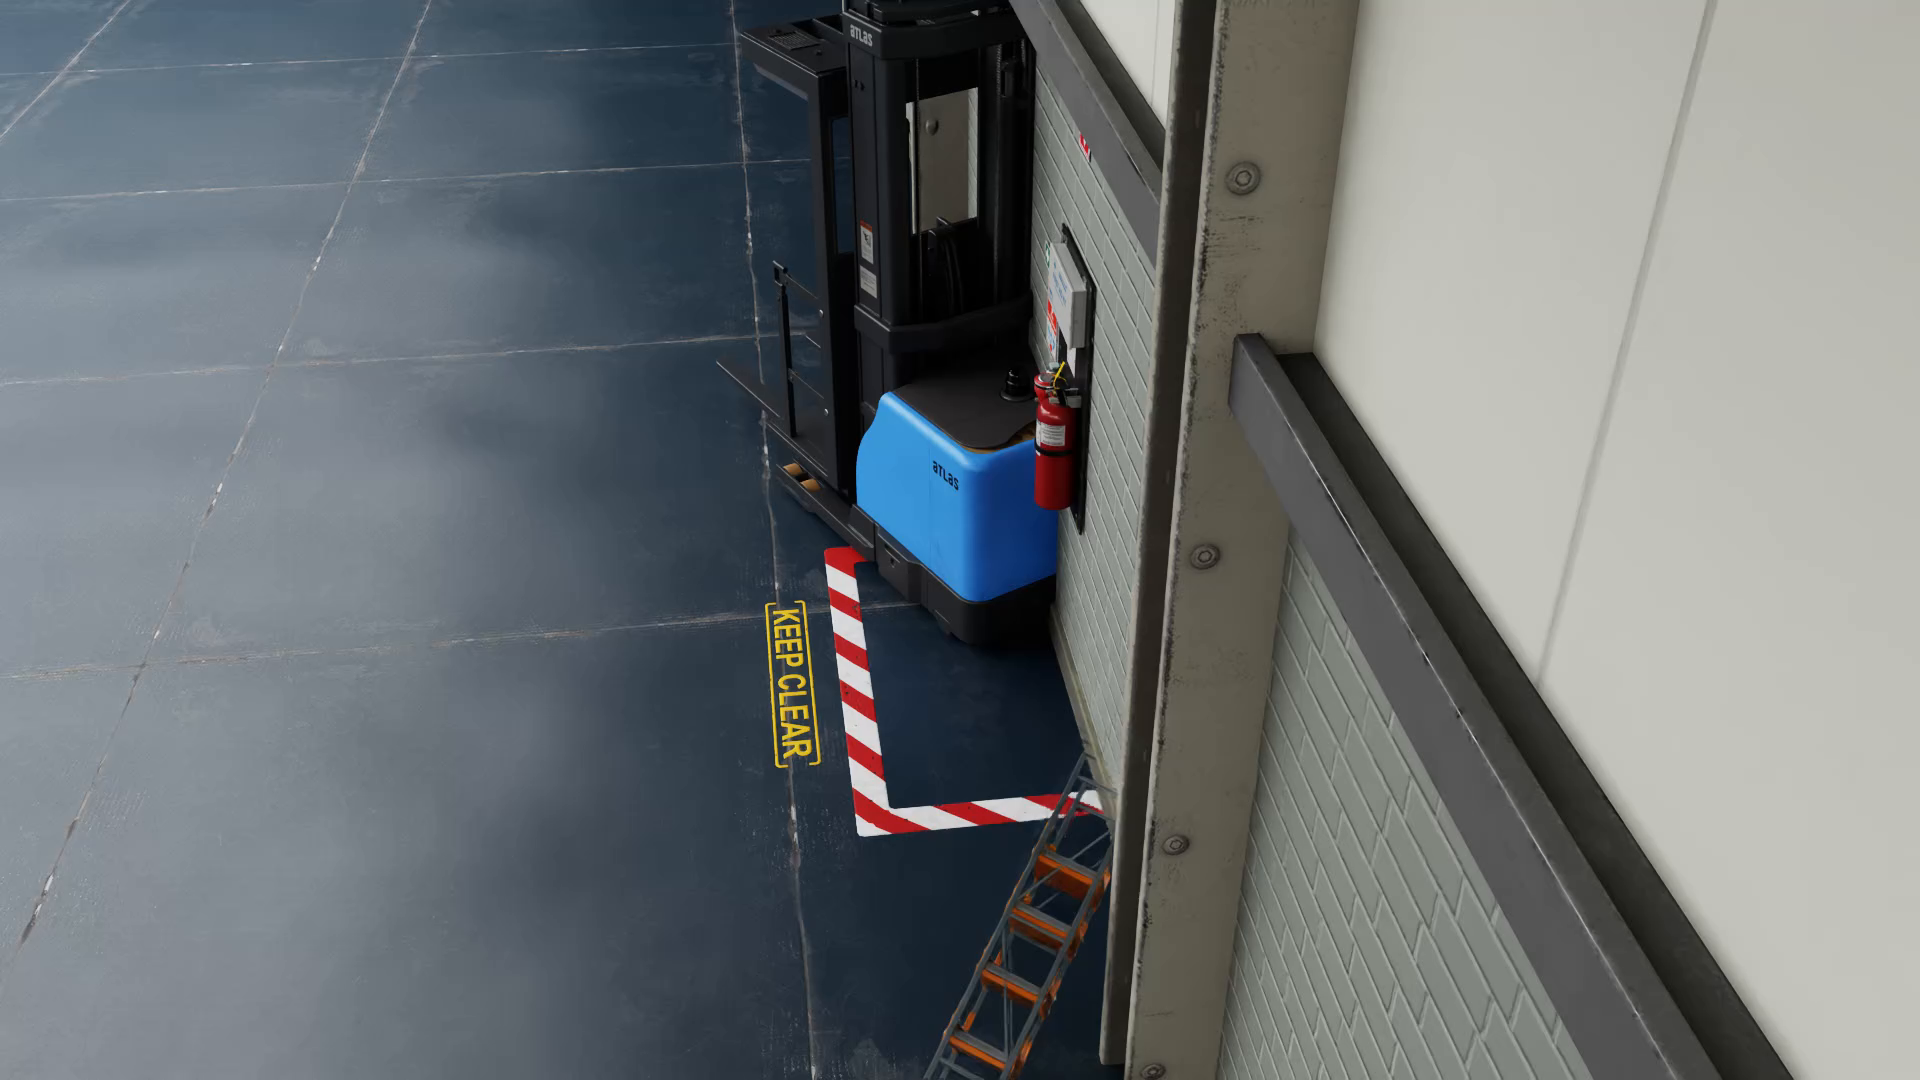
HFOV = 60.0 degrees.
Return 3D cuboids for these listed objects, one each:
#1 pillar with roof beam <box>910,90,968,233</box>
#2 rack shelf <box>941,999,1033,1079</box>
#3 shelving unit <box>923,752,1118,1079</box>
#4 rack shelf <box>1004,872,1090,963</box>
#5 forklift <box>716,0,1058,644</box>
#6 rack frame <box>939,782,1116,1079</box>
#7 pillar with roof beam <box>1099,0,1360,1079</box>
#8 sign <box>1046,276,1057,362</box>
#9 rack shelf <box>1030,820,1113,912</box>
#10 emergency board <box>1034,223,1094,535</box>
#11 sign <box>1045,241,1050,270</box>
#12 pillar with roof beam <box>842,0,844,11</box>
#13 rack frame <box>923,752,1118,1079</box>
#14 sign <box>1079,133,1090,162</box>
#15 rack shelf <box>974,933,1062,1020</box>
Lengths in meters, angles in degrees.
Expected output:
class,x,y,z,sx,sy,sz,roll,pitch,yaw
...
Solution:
class,x,y,z,sx,sy,sz,roll,pitch,yaw
pillar with roof beam,-4.390,-4.786,7.782,9.100,9.000,0.400,-4,35,-6
rack shelf,0.098,1.701,5.628,0.258,0.480,0.148,24,73,13
shelving unit,0.275,1.369,5.740,0.258,0.503,1.200,24,73,13
rack shelf,0.305,1.312,5.759,0.258,0.480,0.148,24,73,13
forklift,-0.348,-1.506,8.358,1.130,2.935,3.031,-21,39,-27
rack frame,0.292,1.455,5.968,0.240,0.015,1.200,24,73,13
pillar with roof beam,-3.583,-1.437,2.869,9.100,9.000,0.400,-4,35,-6
sign,0.416,-0.997,7.518,0.001,0.329,0.234,-4,35,-6
rack shelf,0.395,1.144,5.816,0.258,0.480,0.148,24,73,13
emergency board,0.388,-0.666,7.064,0.194,1.169,0.643,-4,35,-6
sign,0.407,-1.213,7.364,0.001,0.109,0.331,-4,35,-6
pillar with roof beam,-5.197,-8.134,12.695,9.100,9.000,0.400,-4,35,-6
rack frame,0.258,1.283,5.512,0.240,0.015,1.200,24,73,13
sign,0.485,-1.636,6.429,0.001,0.298,0.199,-4,35,-6
rack shelf,0.204,1.501,5.695,0.258,0.480,0.148,24,73,13
